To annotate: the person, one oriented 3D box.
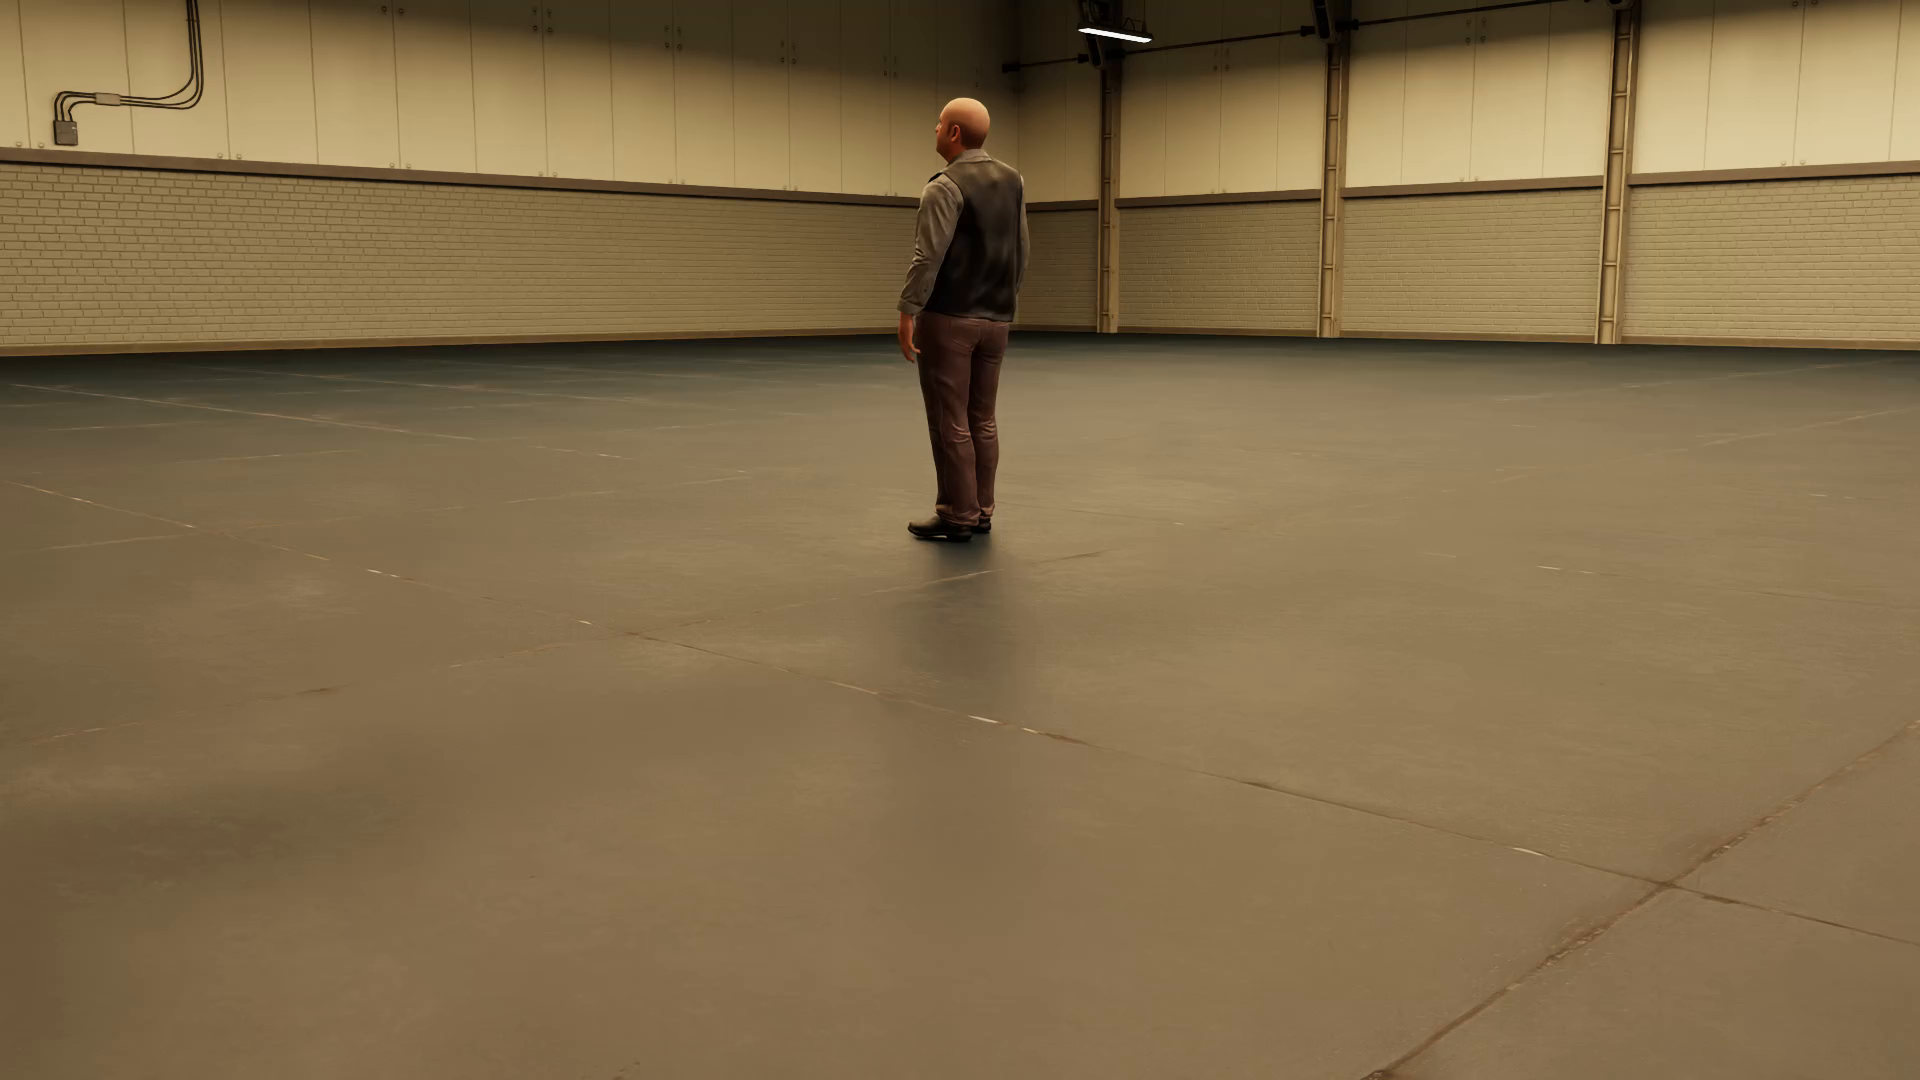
[{"bbox_3d":[-0.039,-0.866,6.636,0.568,1.720,0.632,8,12,43],"label":"person"}]
